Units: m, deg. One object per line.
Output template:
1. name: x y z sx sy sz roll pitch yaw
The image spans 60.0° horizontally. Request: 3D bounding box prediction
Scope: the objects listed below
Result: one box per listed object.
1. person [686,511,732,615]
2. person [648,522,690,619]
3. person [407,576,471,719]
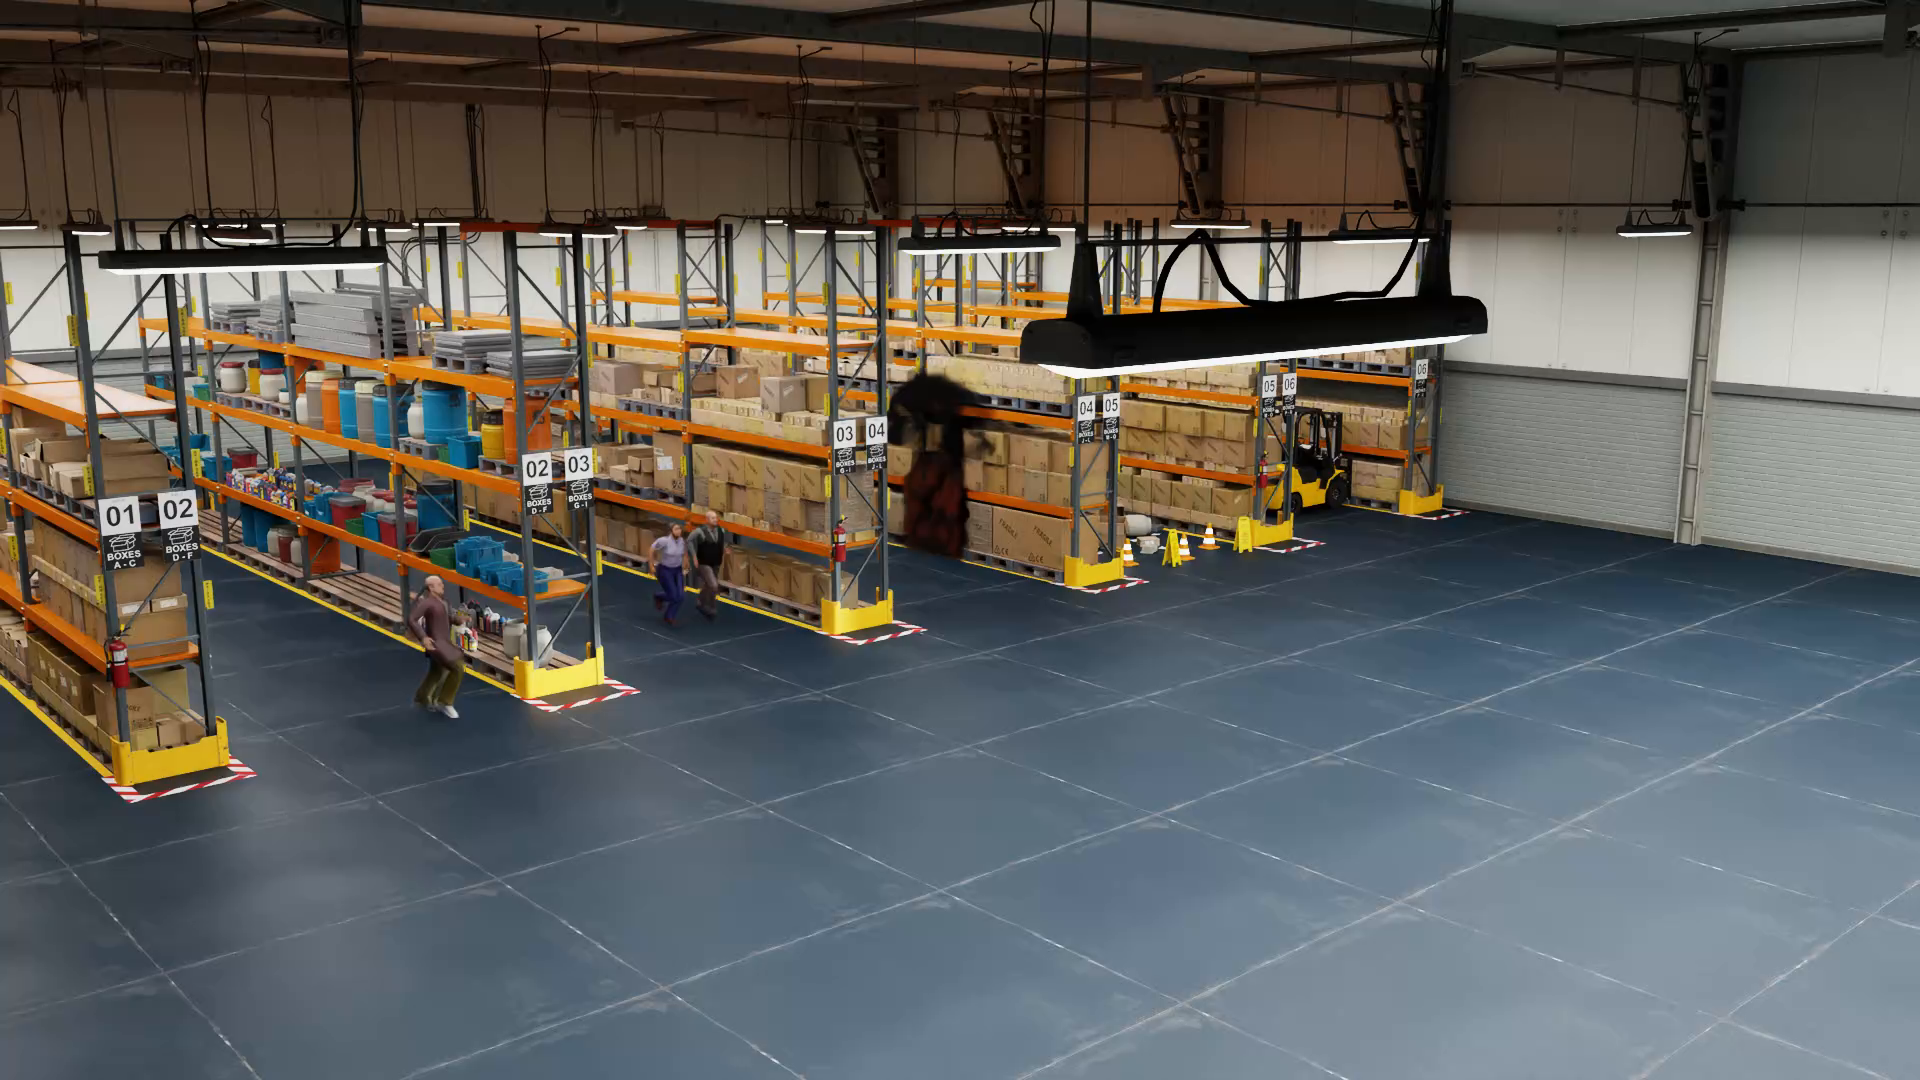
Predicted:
1. person: -3.855 0.328 25.592 0.874 1.596 0.595 10 15 40
2. person: -4.386 0.479 25.357 0.571 1.518 0.645 10 15 40
3. person: -6.503 1.339 20.775 0.809 1.818 0.675 -1 11 -6
